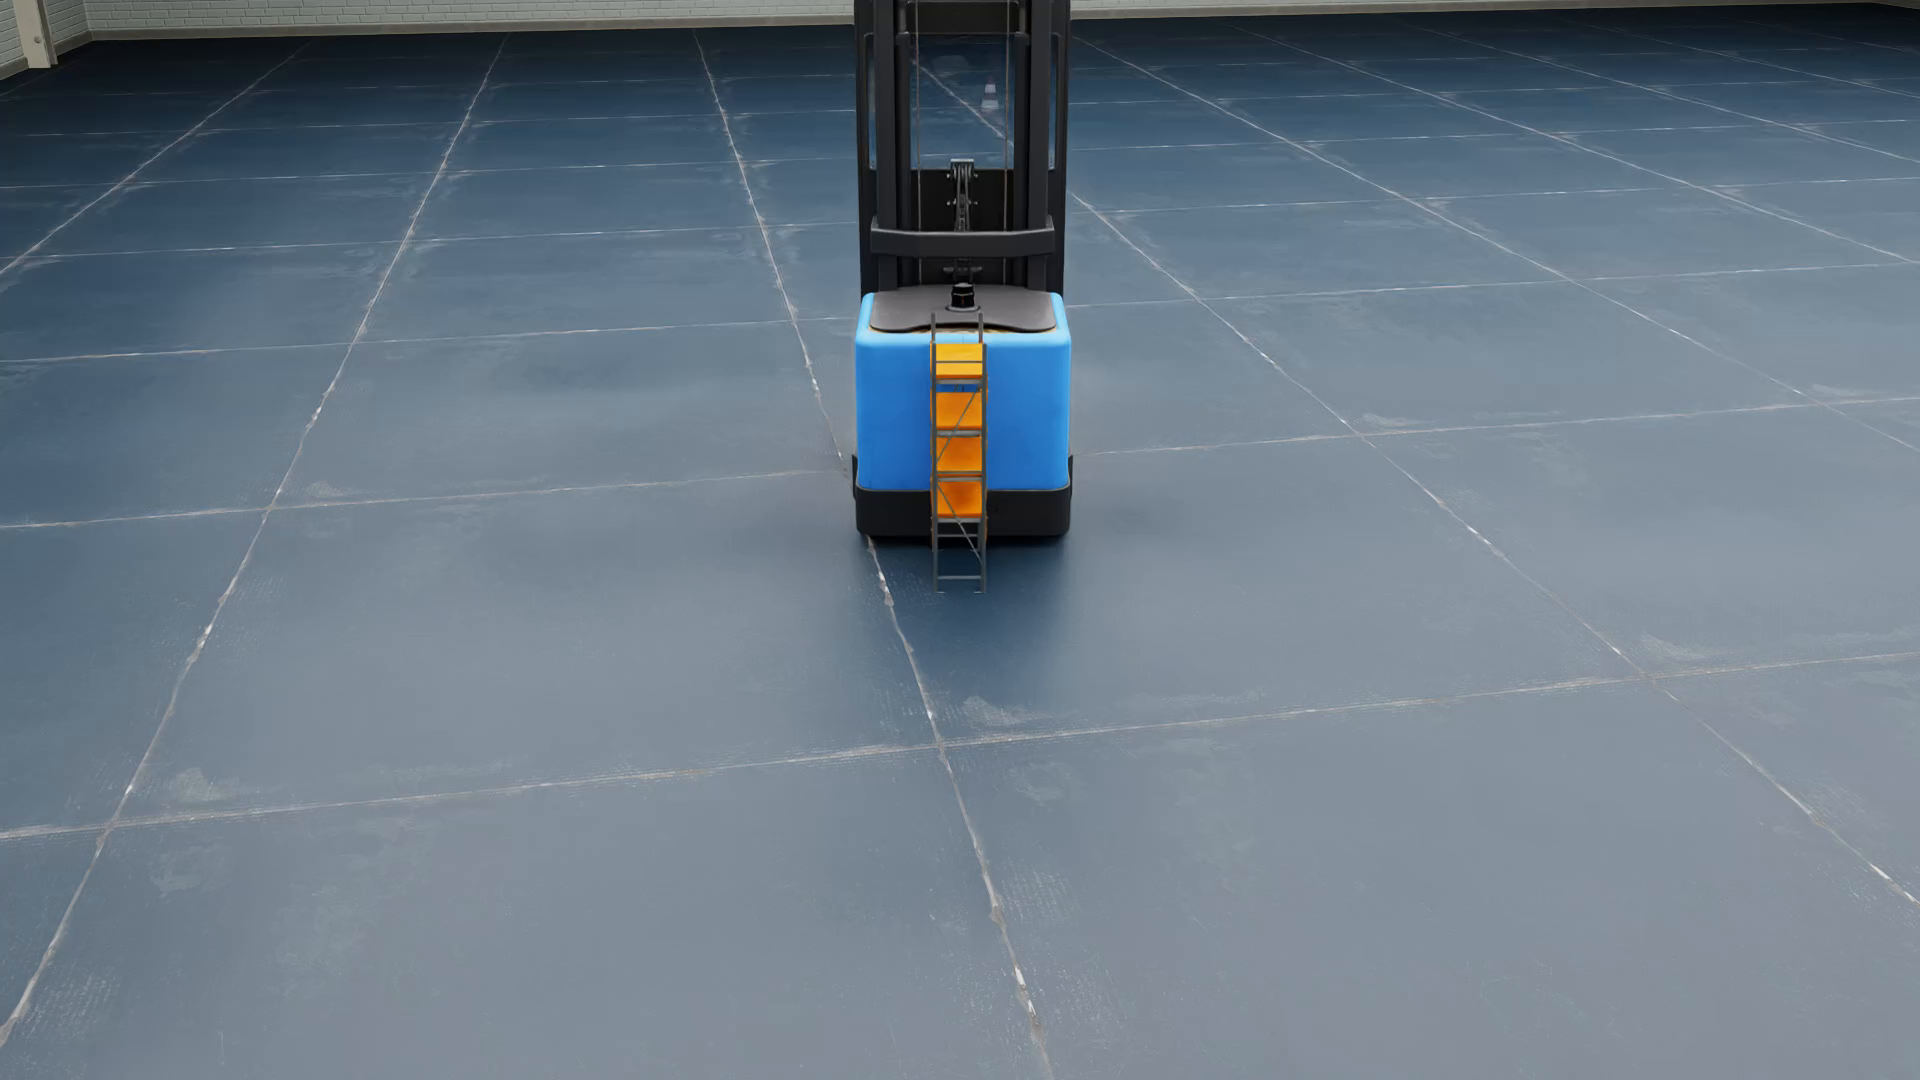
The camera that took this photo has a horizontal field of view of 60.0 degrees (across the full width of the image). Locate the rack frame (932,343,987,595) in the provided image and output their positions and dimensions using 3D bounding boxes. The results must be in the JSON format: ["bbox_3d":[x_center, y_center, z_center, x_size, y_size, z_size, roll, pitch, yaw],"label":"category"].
[{"bbox_3d":[-0.003,-0.301,7.439,0.240,1.200,0.015,-1,24,-1],"label":"rack frame"}]

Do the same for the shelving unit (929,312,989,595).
[{"bbox_3d":[-0.008,-0.398,7.663,0.258,1.200,0.503,-1,24,-1],"label":"shelving unit"}]

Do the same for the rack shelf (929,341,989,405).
[{"bbox_3d":[-0.008,-0.758,7.505,0.258,0.148,0.480,-1,24,-1],"label":"rack shelf"}]

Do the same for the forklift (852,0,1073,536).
[{"bbox_3d":[0.009,-1.902,8.944,1.130,2.935,3.031,0,24,0],"label":"forklift"}]

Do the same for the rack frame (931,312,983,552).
[{"bbox_3d":[-0.014,-0.496,7.886,0.240,1.200,0.015,-1,24,-1],"label":"rack frame"}]

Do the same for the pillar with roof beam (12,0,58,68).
[{"bbox_3d":[-8.881,-11.216,22.687,9.100,9.000,0.400,-4,24,-10],"label":"pillar with roof beam"}]

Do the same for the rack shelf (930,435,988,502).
[{"bbox_3d":[-0.008,-0.337,7.689,0.258,0.148,0.480,-1,24,-1],"label":"rack shelf"}]

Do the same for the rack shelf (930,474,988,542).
[{"bbox_3d":[-0.008,-0.155,7.769,0.258,0.148,0.480,-1,24,-1],"label":"rack shelf"}]

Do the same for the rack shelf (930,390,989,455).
[{"bbox_3d":[-0.008,-0.542,7.600,0.258,0.148,0.480,-1,24,-1],"label":"rack shelf"}]
